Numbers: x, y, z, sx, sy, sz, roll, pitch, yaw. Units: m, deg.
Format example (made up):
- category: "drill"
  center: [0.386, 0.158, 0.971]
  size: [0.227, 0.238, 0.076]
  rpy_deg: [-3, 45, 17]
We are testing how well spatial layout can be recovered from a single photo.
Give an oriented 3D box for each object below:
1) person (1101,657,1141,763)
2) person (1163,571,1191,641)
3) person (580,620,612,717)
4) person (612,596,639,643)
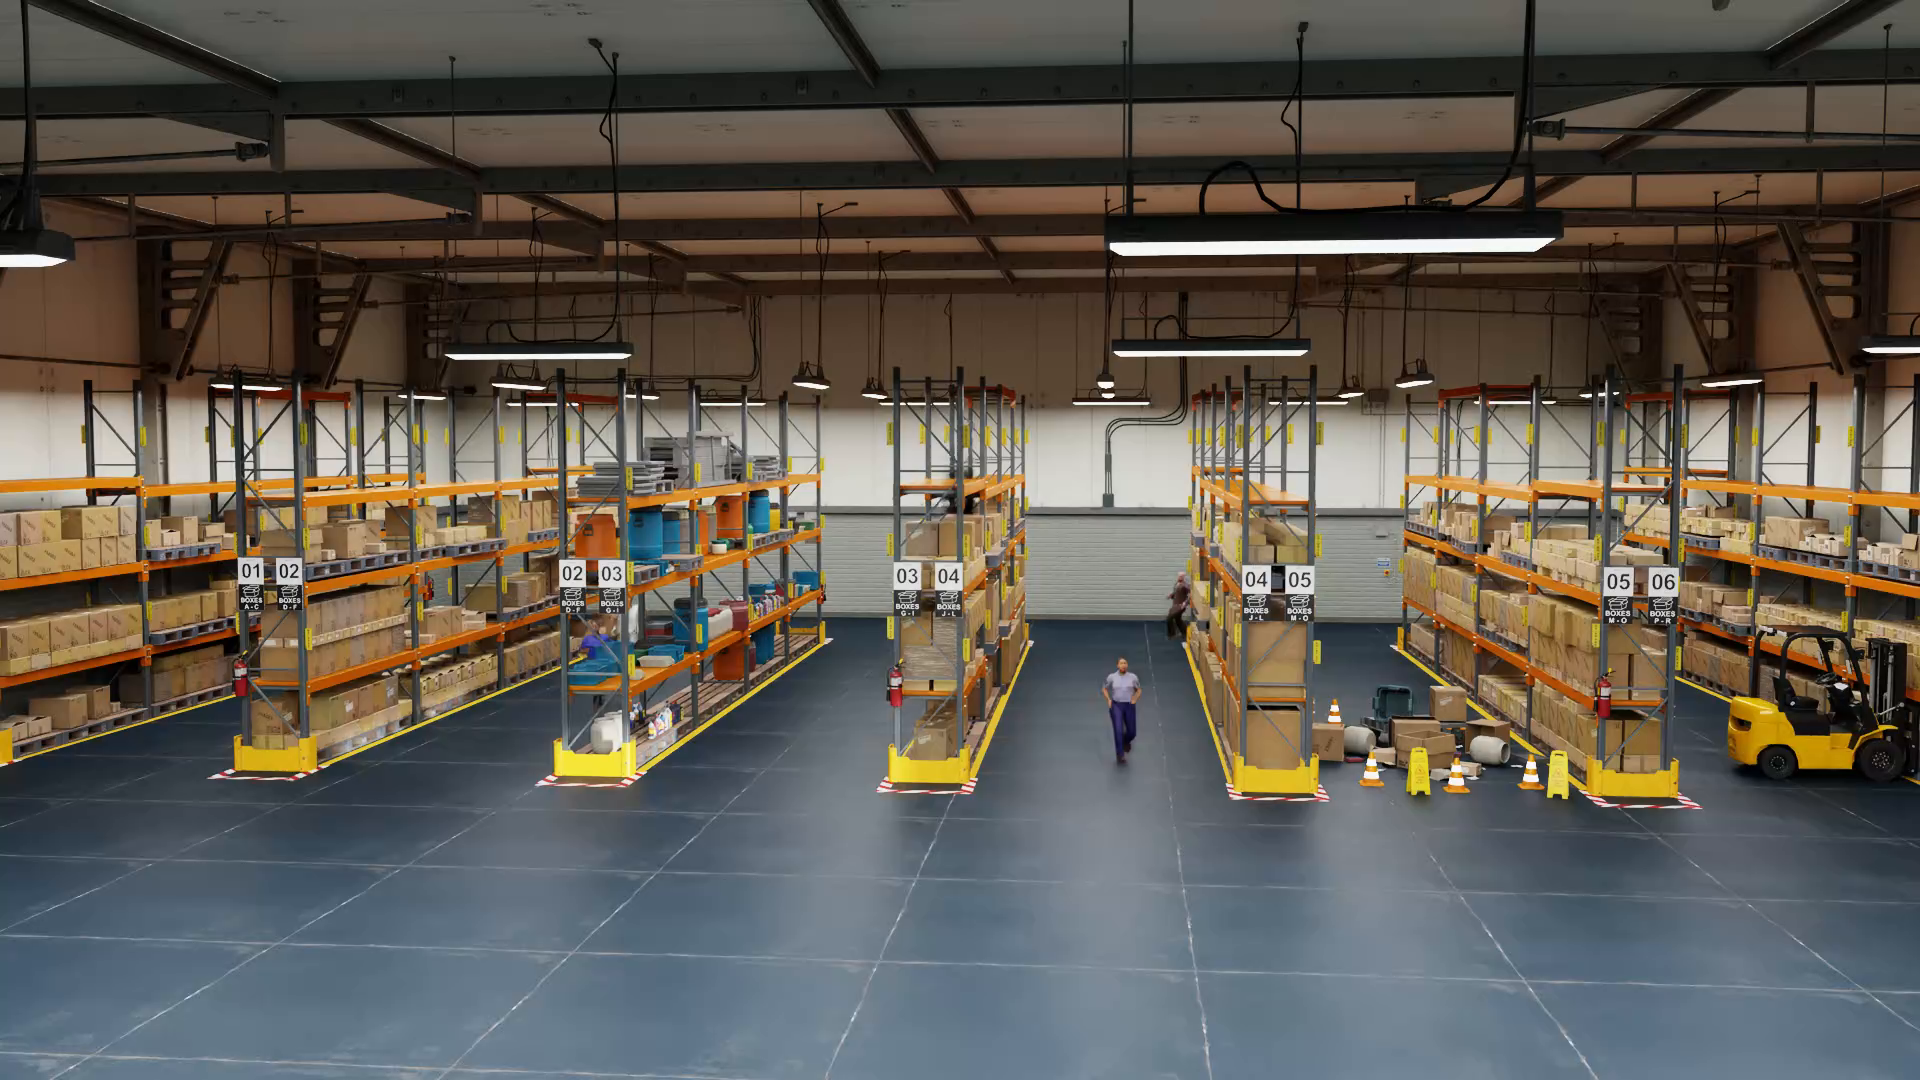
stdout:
- category: "person"
  center: [2.499, 2.615, 25.685]
  size: [0.613, 1.582, 0.668]
  rpy_deg: [0, 4, -2]
- category: "person"
  center: [5.384, 1.640, 40.611]
  size: [0.715, 1.780, 0.851]
  rpy_deg: [-1, 4, -13]
- category: "person"
  center: [-6.573, 2.355, 30.037]
  size: [0.556, 1.618, 0.728]
  rpy_deg: [0, 4, 2]
- category: "person"
  center: [-6.989, 1.966, 35.005]
  size: [0.686, 1.737, 0.600]
  rpy_deg: [0, 4, -5]
